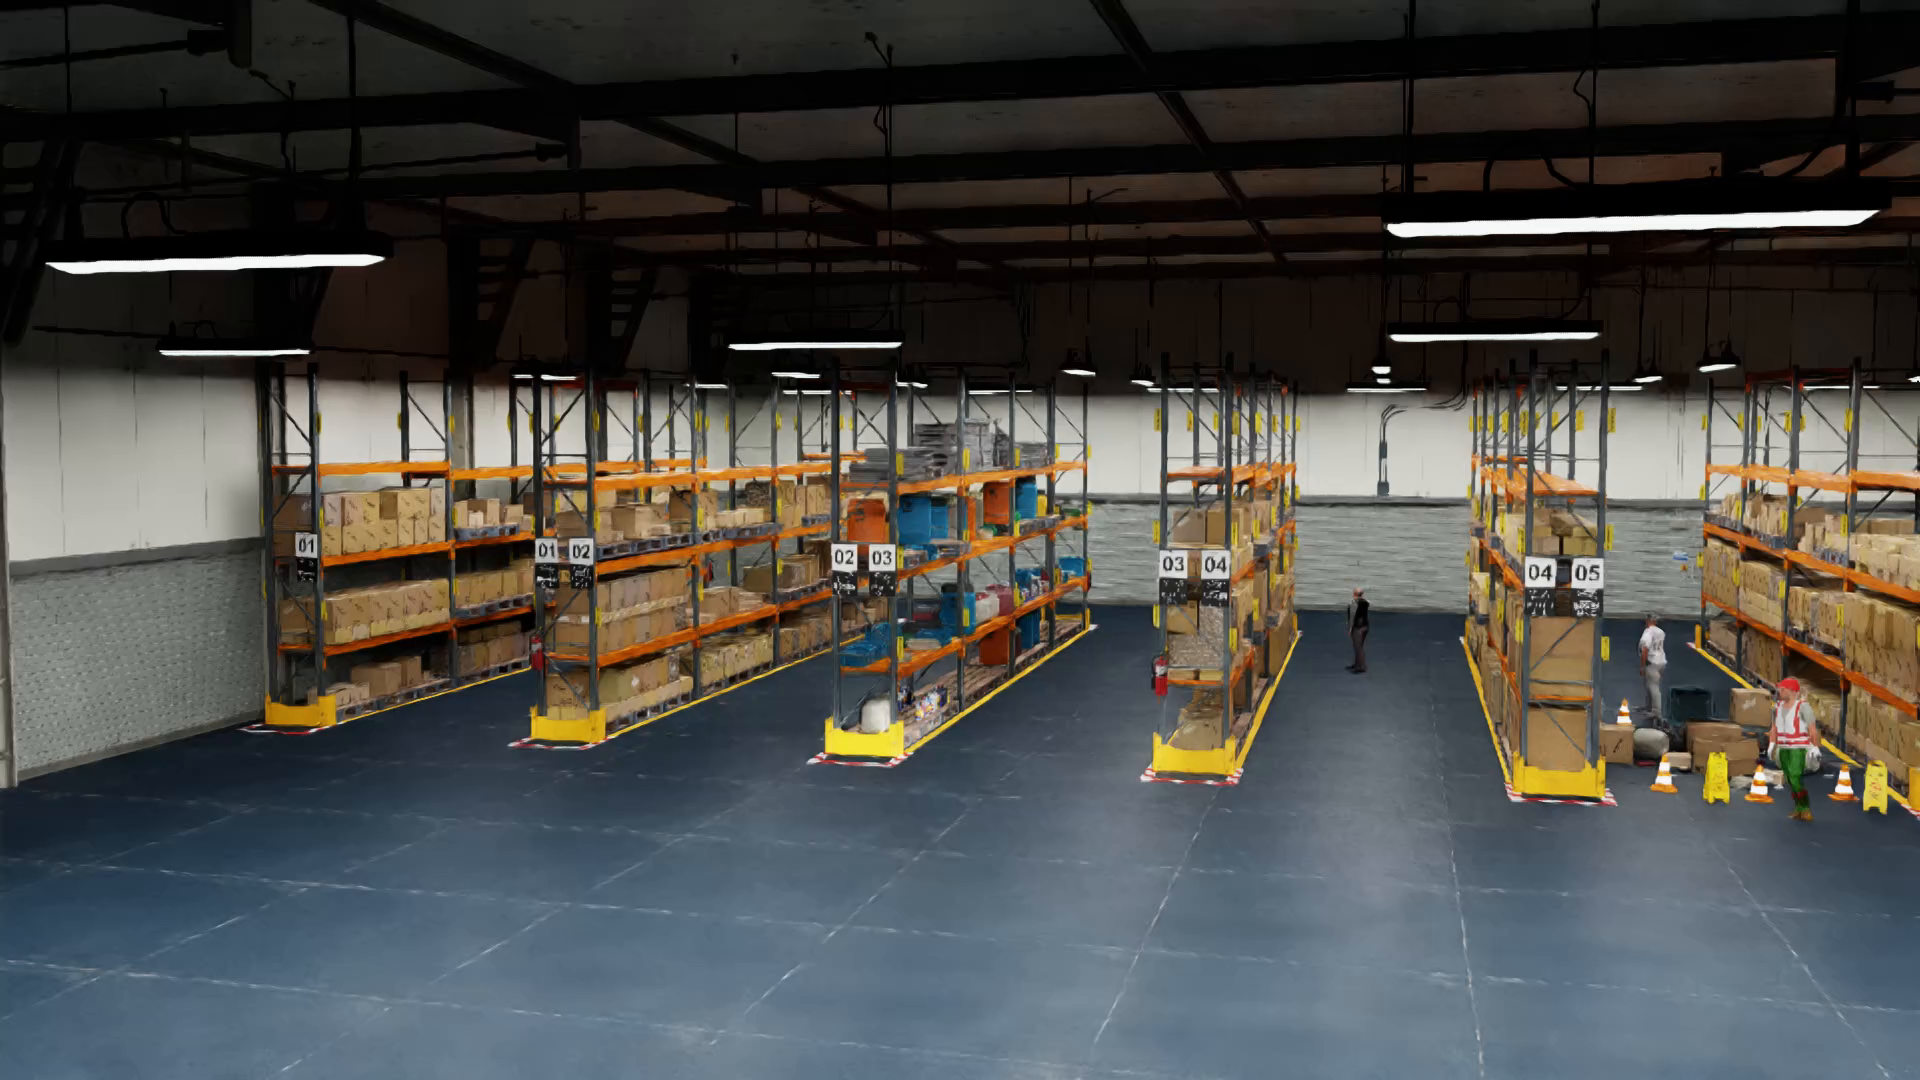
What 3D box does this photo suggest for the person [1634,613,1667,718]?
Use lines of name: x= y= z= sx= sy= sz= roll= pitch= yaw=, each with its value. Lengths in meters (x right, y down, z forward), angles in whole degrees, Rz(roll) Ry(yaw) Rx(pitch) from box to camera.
person: x=11.766 y=2.117 z=28.390 sx=0.646 sy=1.748 sz=0.574 roll=-4 pitch=6 yaw=-45

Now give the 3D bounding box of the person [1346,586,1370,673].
person: x=7.959 y=1.787 z=33.338 sx=0.576 sy=1.709 sz=0.626 roll=4 pitch=5 yaw=43

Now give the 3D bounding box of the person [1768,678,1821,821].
person: x=10.498 y=2.625 z=20.943 sx=0.481 sy=1.775 sz=0.640 roll=-2 pitch=4 yaw=-24

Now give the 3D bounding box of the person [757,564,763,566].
person: x=-4.941 y=1.332 z=41.214 sx=0.417 sy=1.517 sz=1.037 roll=1 pitch=4 yaw=17
